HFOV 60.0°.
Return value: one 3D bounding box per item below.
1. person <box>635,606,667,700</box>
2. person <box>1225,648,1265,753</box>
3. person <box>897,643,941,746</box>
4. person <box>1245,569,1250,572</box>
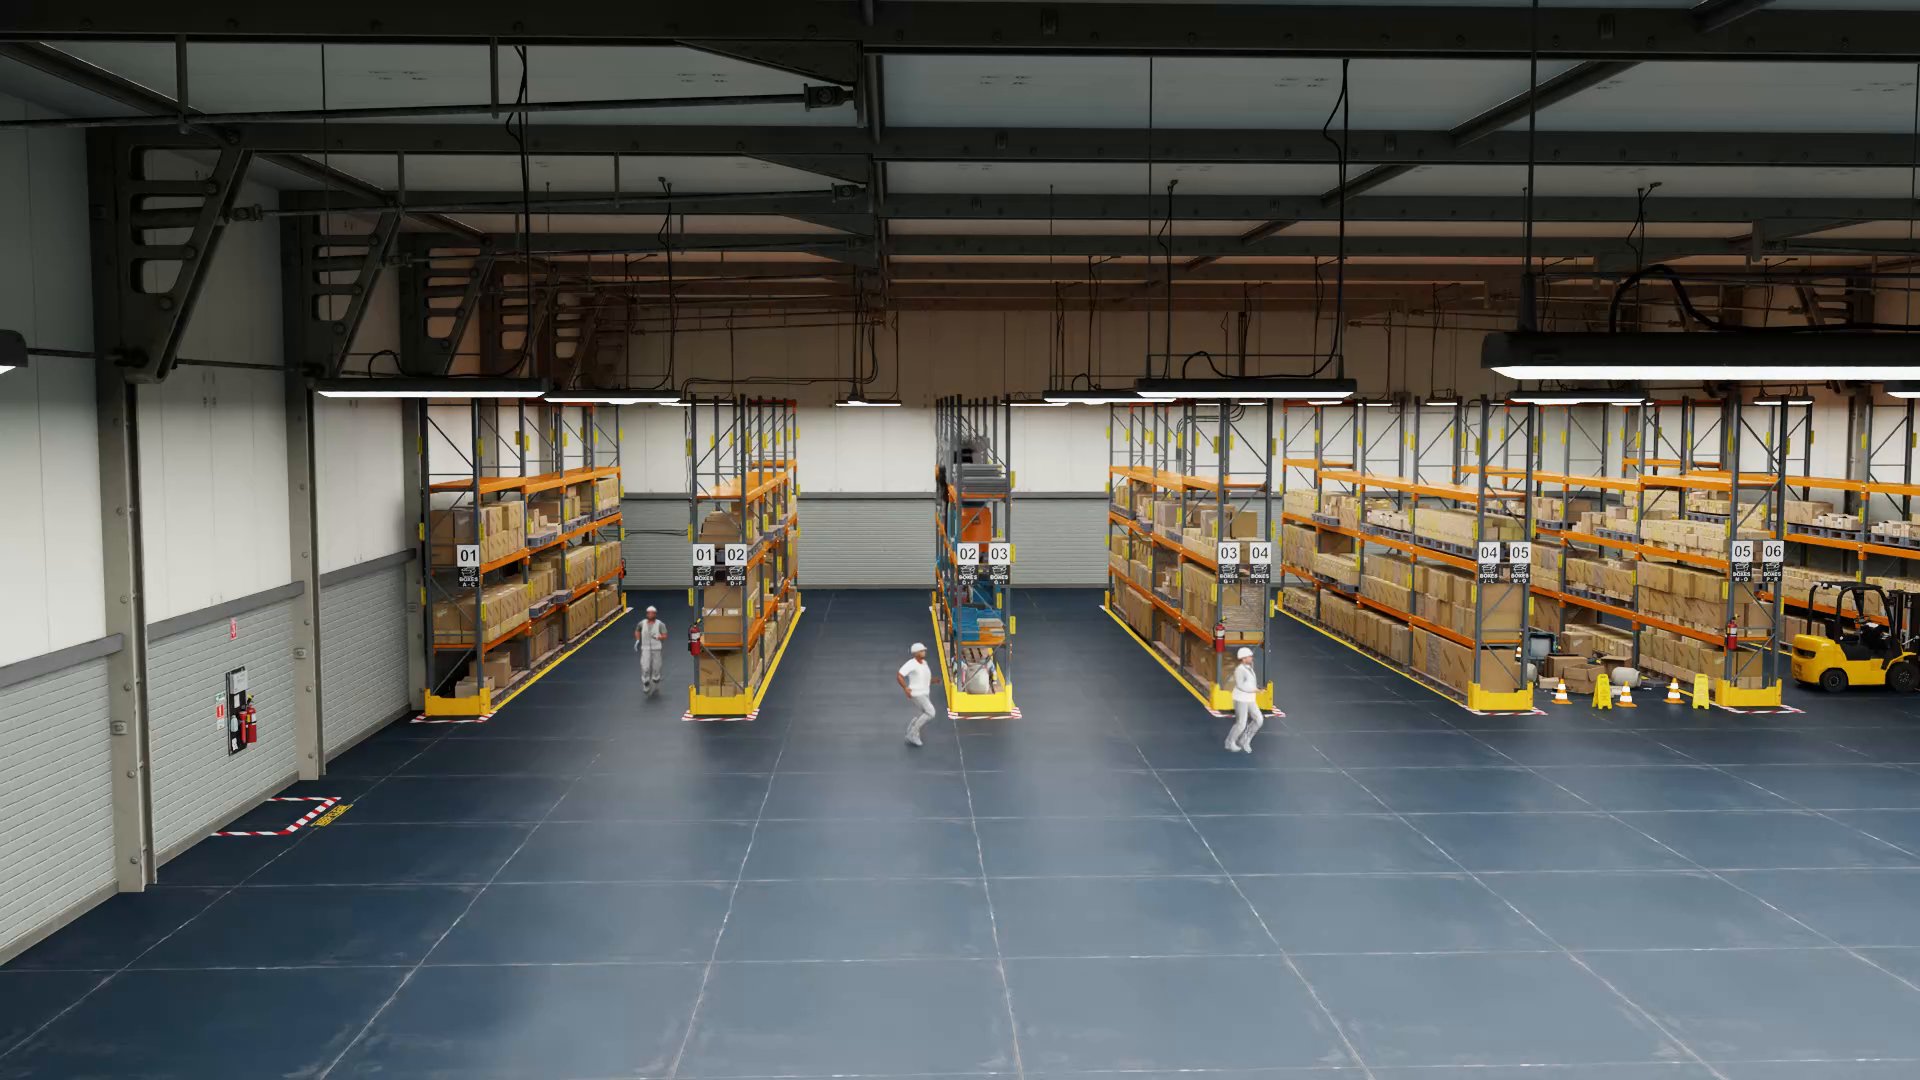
[{"bbox_3d":[-6.137,2.231,33.018,0.643,1.846,0.774,-1,5,-9],"label":"person"},{"bbox_3d":[4.763,2.682,27.647,0.703,1.803,0.676,3,5,32],"label":"person"},{"bbox_3d":[-0.652,2.619,28.232,0.667,1.739,0.686,2,5,21],"label":"person"},{"bbox_3d":[7.977,1.333,45.333,0.672,1.699,0.800,0,4,1],"label":"person"}]
